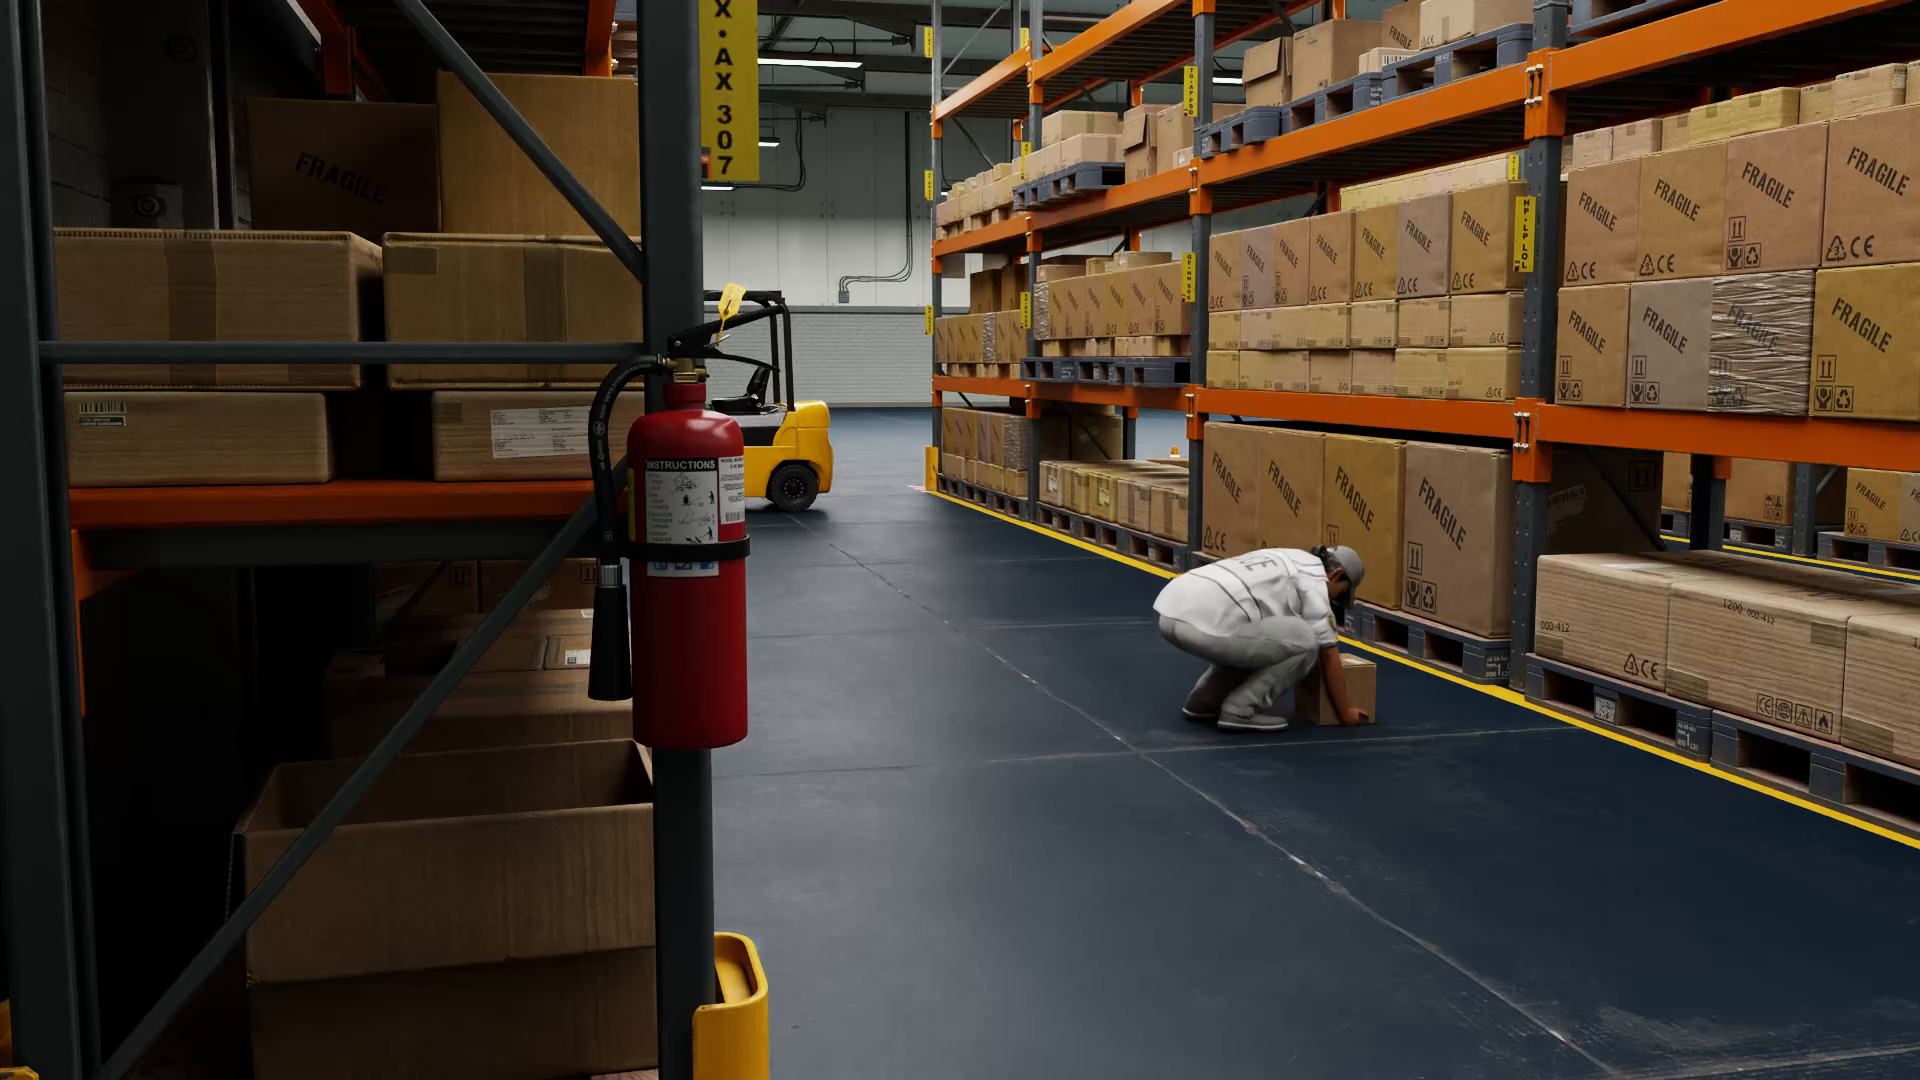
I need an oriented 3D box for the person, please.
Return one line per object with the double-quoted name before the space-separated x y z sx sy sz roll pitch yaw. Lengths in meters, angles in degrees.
"person" 1.254 0.411 6.871 0.918 0.774 0.507 -2 6 -15
